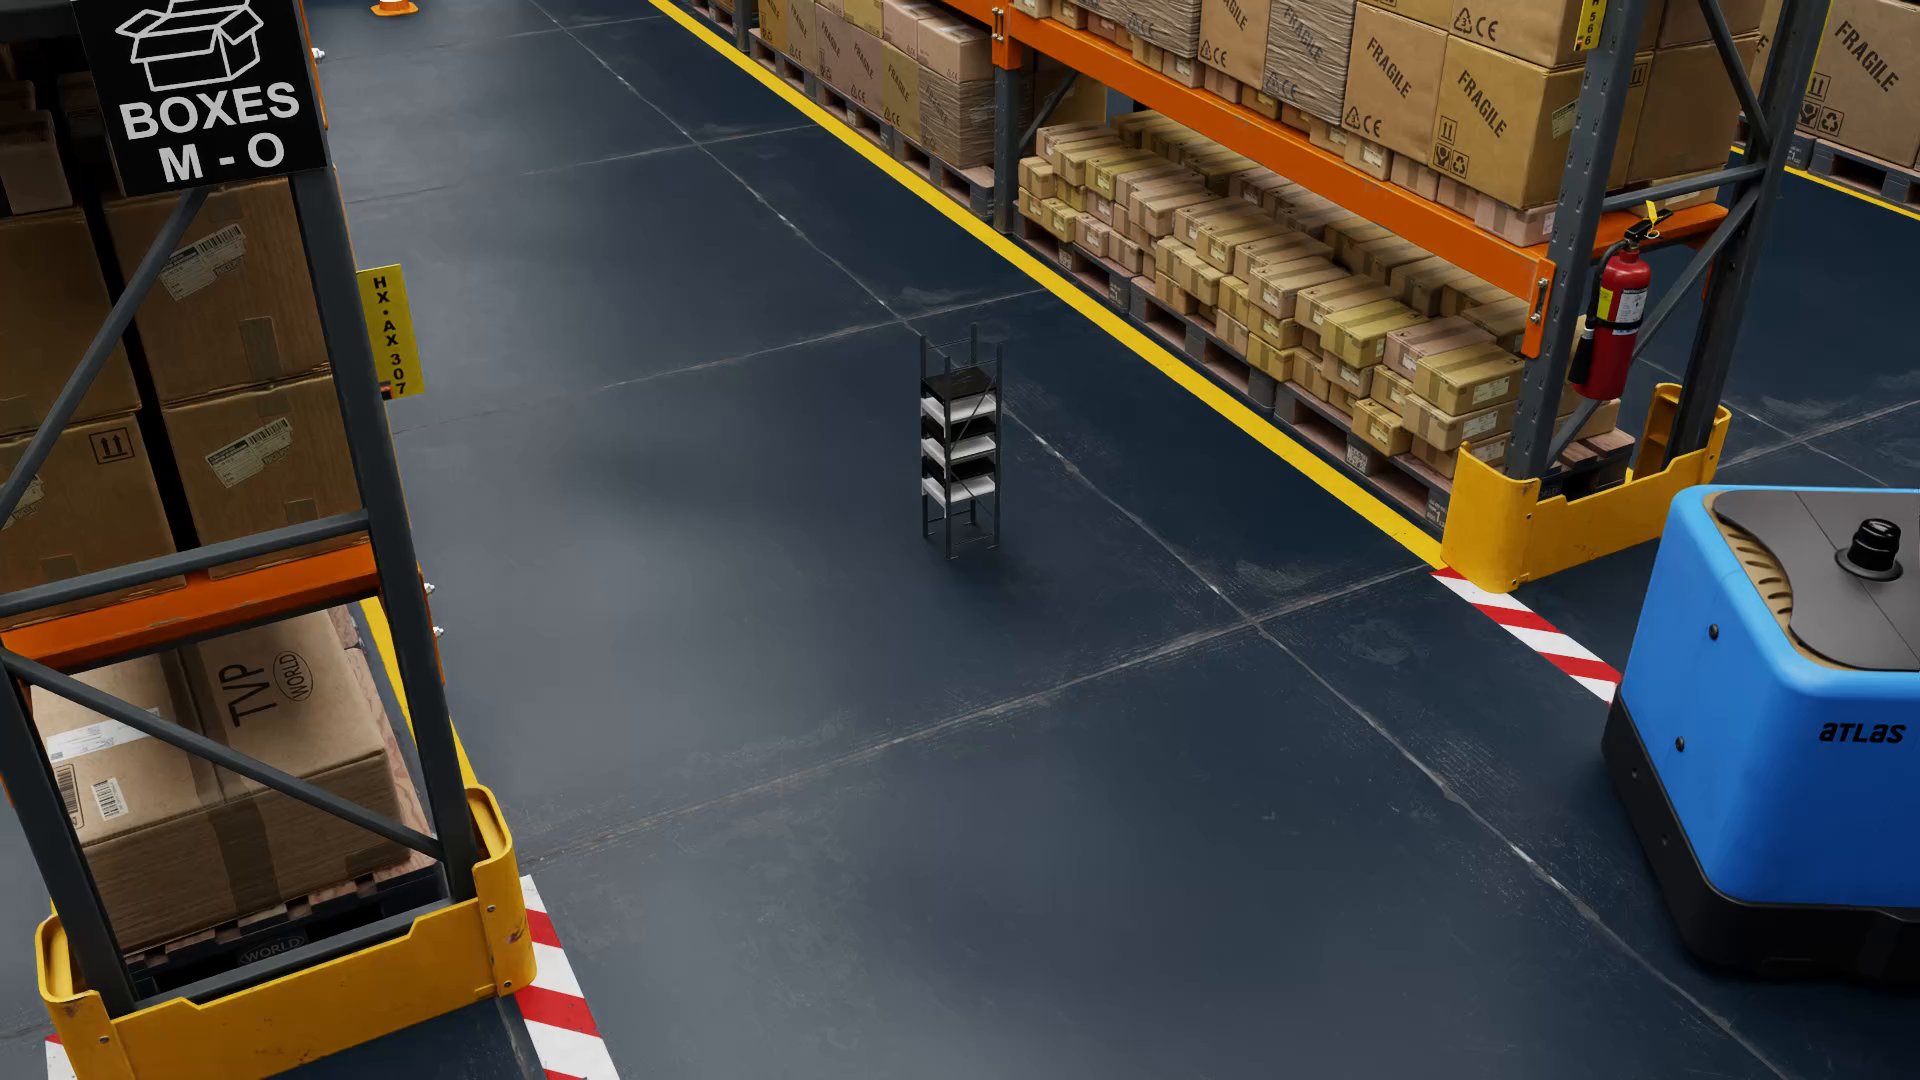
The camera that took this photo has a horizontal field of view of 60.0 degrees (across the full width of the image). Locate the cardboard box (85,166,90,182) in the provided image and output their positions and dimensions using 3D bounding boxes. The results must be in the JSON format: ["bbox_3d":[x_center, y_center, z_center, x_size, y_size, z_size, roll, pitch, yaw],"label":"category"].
[{"bbox_3d":[-3.684,-1.603,6.378,0.500,0.500,0.500,-15,35,-22],"label":"cardboard box"}]

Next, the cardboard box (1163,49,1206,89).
[{"bbox_3d":[1.161,-2.204,7.642,0.380,0.149,0.250,-14,35,-21],"label":"cardboard box"}]

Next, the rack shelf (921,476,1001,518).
[{"bbox_3d":[0.004,-0.195,6.616,0.258,0.077,0.200,-16,36,-23],"label":"rack shelf"}]

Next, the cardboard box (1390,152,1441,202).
[{"bbox_3d":[1.911,-1.457,6.477,0.380,0.149,0.250,-16,36,-24],"label":"cardboard box"}]

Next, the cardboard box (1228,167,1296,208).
[{"bbox_3d":[1.594,-1.788,8.462,0.380,0.149,0.250,-18,37,-25],"label":"cardboard box"}]

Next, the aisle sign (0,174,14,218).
[{"bbox_3d":[-2.047,-0.924,3.001,0.394,0.787,0.004,-16,36,-23],"label":"aisle sign"}]

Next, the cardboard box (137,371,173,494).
[{"bbox_3d":[-2.486,-0.390,4.486,0.500,0.500,0.500,-17,36,-24],"label":"cardboard box"}]

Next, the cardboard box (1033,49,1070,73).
[{"bbox_3d":[0.550,-3.003,9.889,0.500,0.250,0.500,-18,37,-25],"label":"cardboard box"}]

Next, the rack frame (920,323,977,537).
[{"bbox_3d":[-0.044,-0.424,6.577,0.240,0.900,0.006,-16,36,-23],"label":"rack frame"}]

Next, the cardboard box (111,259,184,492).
[{"bbox_3d":[-2.036,-0.519,4.687,0.500,0.500,0.500,-16,36,-24],"label":"cardboard box"}]

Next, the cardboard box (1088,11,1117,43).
[{"bbox_3d":[0.861,-2.602,8.263,0.380,0.149,0.250,-18,37,-25],"label":"cardboard box"}]

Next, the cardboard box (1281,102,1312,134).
[{"bbox_3d":[1.601,-1.850,7.090,0.380,0.149,0.250,-17,37,-25],"label":"cardboard box"}]

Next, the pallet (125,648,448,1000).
[{"bbox_3d":[-2.248,0.871,5.195,1.003,0.211,1.213,-16,36,-23],"label":"pallet"}]

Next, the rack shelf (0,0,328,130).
[{"bbox_3d":[-2.738,-1.856,4.753,1.077,0.370,4.000,-16,36,-23],"label":"rack shelf"}]

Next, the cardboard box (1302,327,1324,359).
[{"bbox_3d":[1.749,-0.918,7.380,0.380,0.149,0.250,-16,36,-24],"label":"cardboard box"}]

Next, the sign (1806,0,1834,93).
[{"bbox_3d":[3.006,-1.736,5.876,0.100,0.325,0.005,-16,36,-23],"label":"sign"}]

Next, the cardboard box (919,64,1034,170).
[{"bbox_3d":[0.093,-2.558,9.889,0.500,0.500,0.500,-17,36,-24],"label":"cardboard box"}]

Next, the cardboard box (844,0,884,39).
[{"bbox_3d":[-0.397,-3.373,10.467,0.500,0.250,0.500,-18,37,-25],"label":"cardboard box"}]

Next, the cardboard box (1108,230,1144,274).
[{"bbox_3d":[0.995,-1.524,8.602,0.380,0.149,0.250,-17,36,-24],"label":"cardboard box"}]

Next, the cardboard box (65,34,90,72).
[{"bbox_3d":[-2.239,-1.410,4.549,0.380,0.149,0.250,-16,36,-23],"label":"cardboard box"}]

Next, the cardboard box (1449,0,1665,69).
[{"bbox_3d":[2.093,-1.979,5.763,0.500,0.500,0.500,-17,36,-24],"label":"cardboard box"}]

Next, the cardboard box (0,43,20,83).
[{"bbox_3d":[-2.566,-1.146,4.138,0.380,0.149,0.250,-15,36,-22],"label":"cardboard box"}]

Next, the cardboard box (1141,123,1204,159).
[{"bbox_3d":[1.211,-2.154,9.034,0.380,0.149,0.250,-15,36,-23],"label":"cardboard box"}]

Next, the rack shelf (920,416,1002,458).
[{"bbox_3d":[0.004,-0.423,6.471,0.258,0.077,0.200,-16,36,-23],"label":"rack shelf"}]

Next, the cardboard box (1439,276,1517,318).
[{"bbox_3d":[2.343,-1.051,7.312,0.380,0.149,0.250,-16,36,-23],"label":"cardboard box"}]

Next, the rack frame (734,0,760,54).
[{"bbox_3d":[-1.204,-5.052,11.856,1.000,3.000,0.127,-16,36,-23],"label":"rack frame"}]

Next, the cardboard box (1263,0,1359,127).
[{"bbox_3d":[1.608,-2.038,6.783,0.500,0.500,0.500,-16,36,-23],"label":"cardboard box"}]

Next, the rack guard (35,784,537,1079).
[{"bbox_3d":[-1.795,1.123,4.534,1.175,0.500,0.348,-16,36,-23],"label":"rack guard"}]

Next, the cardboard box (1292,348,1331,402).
[{"bbox_3d":[1.713,-0.769,7.424,0.380,0.149,0.250,-15,36,-23],"label":"cardboard box"}]

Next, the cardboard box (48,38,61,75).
[{"bbox_3d":[-3.433,-1.783,5.732,0.500,0.500,0.500,-16,36,-24],"label":"cardboard box"}]

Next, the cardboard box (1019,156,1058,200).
[{"bbox_3d":[0.547,-1.992,9.056,0.380,0.149,0.250,-14,35,-21],"label":"cardboard box"}]

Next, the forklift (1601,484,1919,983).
[{"bbox_3d":[3.625,-0.210,4.360,3.031,2.935,1.130,1,33,2],"label":"forklift"}]

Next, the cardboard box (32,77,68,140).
[{"bbox_3d":[-2.739,-1.054,4.594,0.500,0.500,0.500,-16,36,-23],"label":"cardboard box"}]

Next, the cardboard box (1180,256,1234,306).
[{"bbox_3d":[1.275,-1.259,7.913,0.380,0.149,0.250,-15,36,-23],"label":"cardboard box"}]

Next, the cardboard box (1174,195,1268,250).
[{"bbox_3d":[1.264,-1.529,8.058,0.380,0.149,0.250,-17,37,-25],"label":"cardboard box"}]

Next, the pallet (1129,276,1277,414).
[{"bbox_3d":[1.578,-1.075,8.232,1.003,0.211,1.213,-16,36,-23],"label":"pallet"}]

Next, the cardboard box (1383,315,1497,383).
[{"bbox_3d":[1.989,-0.785,6.896,0.380,0.149,0.250,-15,36,-22],"label":"cardboard box"}]

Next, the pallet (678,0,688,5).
[{"bbox_3d":[-2.070,-4.855,14.132,1.003,0.211,1.213,-16,36,-23],"label":"pallet"}]

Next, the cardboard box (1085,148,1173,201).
[{"bbox_3d":[0.876,-1.899,8.636,0.380,0.149,0.250,-16,36,-24],"label":"cardboard box"}]

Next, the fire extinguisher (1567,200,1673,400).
[{"bbox_3d":[2.235,-0.809,5.649,0.296,0.674,0.183,-16,36,-23],"label":"fire extinguisher"}]

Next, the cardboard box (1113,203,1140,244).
[{"bbox_3d":[1.013,-1.657,8.533,0.380,0.149,0.250,-18,37,-25],"label":"cardboard box"}]

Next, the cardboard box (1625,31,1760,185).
[{"bbox_3d":[2.561,-1.686,6.232,0.500,0.500,0.500,-14,35,-21],"label":"cardboard box"}]

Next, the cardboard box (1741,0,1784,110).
[{"bbox_3d":[5.333,-3.290,10.685,0.875,0.875,0.875,-16,36,-23],"label":"cardboard box"}]

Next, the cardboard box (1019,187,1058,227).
[{"bbox_3d":[0.547,-1.865,9.134,0.380,0.149,0.250,-18,37,-25],"label":"cardboard box"}]

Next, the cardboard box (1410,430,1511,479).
[{"bbox_3d":[2.096,-0.410,6.862,0.380,0.149,0.250,-15,36,-22],"label":"cardboard box"}]

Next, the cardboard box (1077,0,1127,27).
[{"bbox_3d":[0.906,-2.777,7.935,0.500,0.500,0.500,-16,36,-23],"label":"cardboard box"}]

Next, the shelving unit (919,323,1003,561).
[{"bbox_3d":[0.004,-0.375,6.501,0.258,0.900,0.210,-16,36,-23],"label":"shelving unit"}]

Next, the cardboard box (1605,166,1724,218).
[{"bbox_3d":[2.665,-1.366,6.334,0.380,0.149,0.250,-16,36,-23],"label":"cardboard box"}]

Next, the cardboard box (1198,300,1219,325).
[{"bbox_3d":[1.377,-1.150,8.018,0.380,0.149,0.250,-15,36,-22],"label":"cardboard box"}]

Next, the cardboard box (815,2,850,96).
[{"bbox_3d":[-0.619,-3.292,11.036,0.500,0.500,0.500,-17,36,-24],"label":"cardboard box"}]

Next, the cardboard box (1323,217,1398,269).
[{"bbox_3d":[1.951,-1.420,7.888,0.380,0.149,0.250,-15,36,-22],"label":"cardboard box"}]

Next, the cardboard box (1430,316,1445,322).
[{"bbox_3d":[2.239,-0.890,7.337,0.380,0.149,0.250,-15,36,-23],"label":"cardboard box"}]

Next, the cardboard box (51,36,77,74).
[{"bbox_3d":[-2.272,-1.194,4.813,0.500,0.500,0.500,-16,36,-23],"label":"cardboard box"}]

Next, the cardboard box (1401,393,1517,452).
[{"bbox_3d":[2.027,-0.516,6.753,0.380,0.149,0.250,-17,36,-24],"label":"cardboard box"}]

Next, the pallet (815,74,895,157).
[{"bbox_3d":[-0.276,-2.924,11.118,1.003,0.211,1.213,-16,36,-23],"label":"pallet"}]

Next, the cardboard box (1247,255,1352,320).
[{"bbox_3d":[1.516,-1.130,7.435,0.380,0.149,0.250,-15,35,-21],"label":"cardboard box"}]
